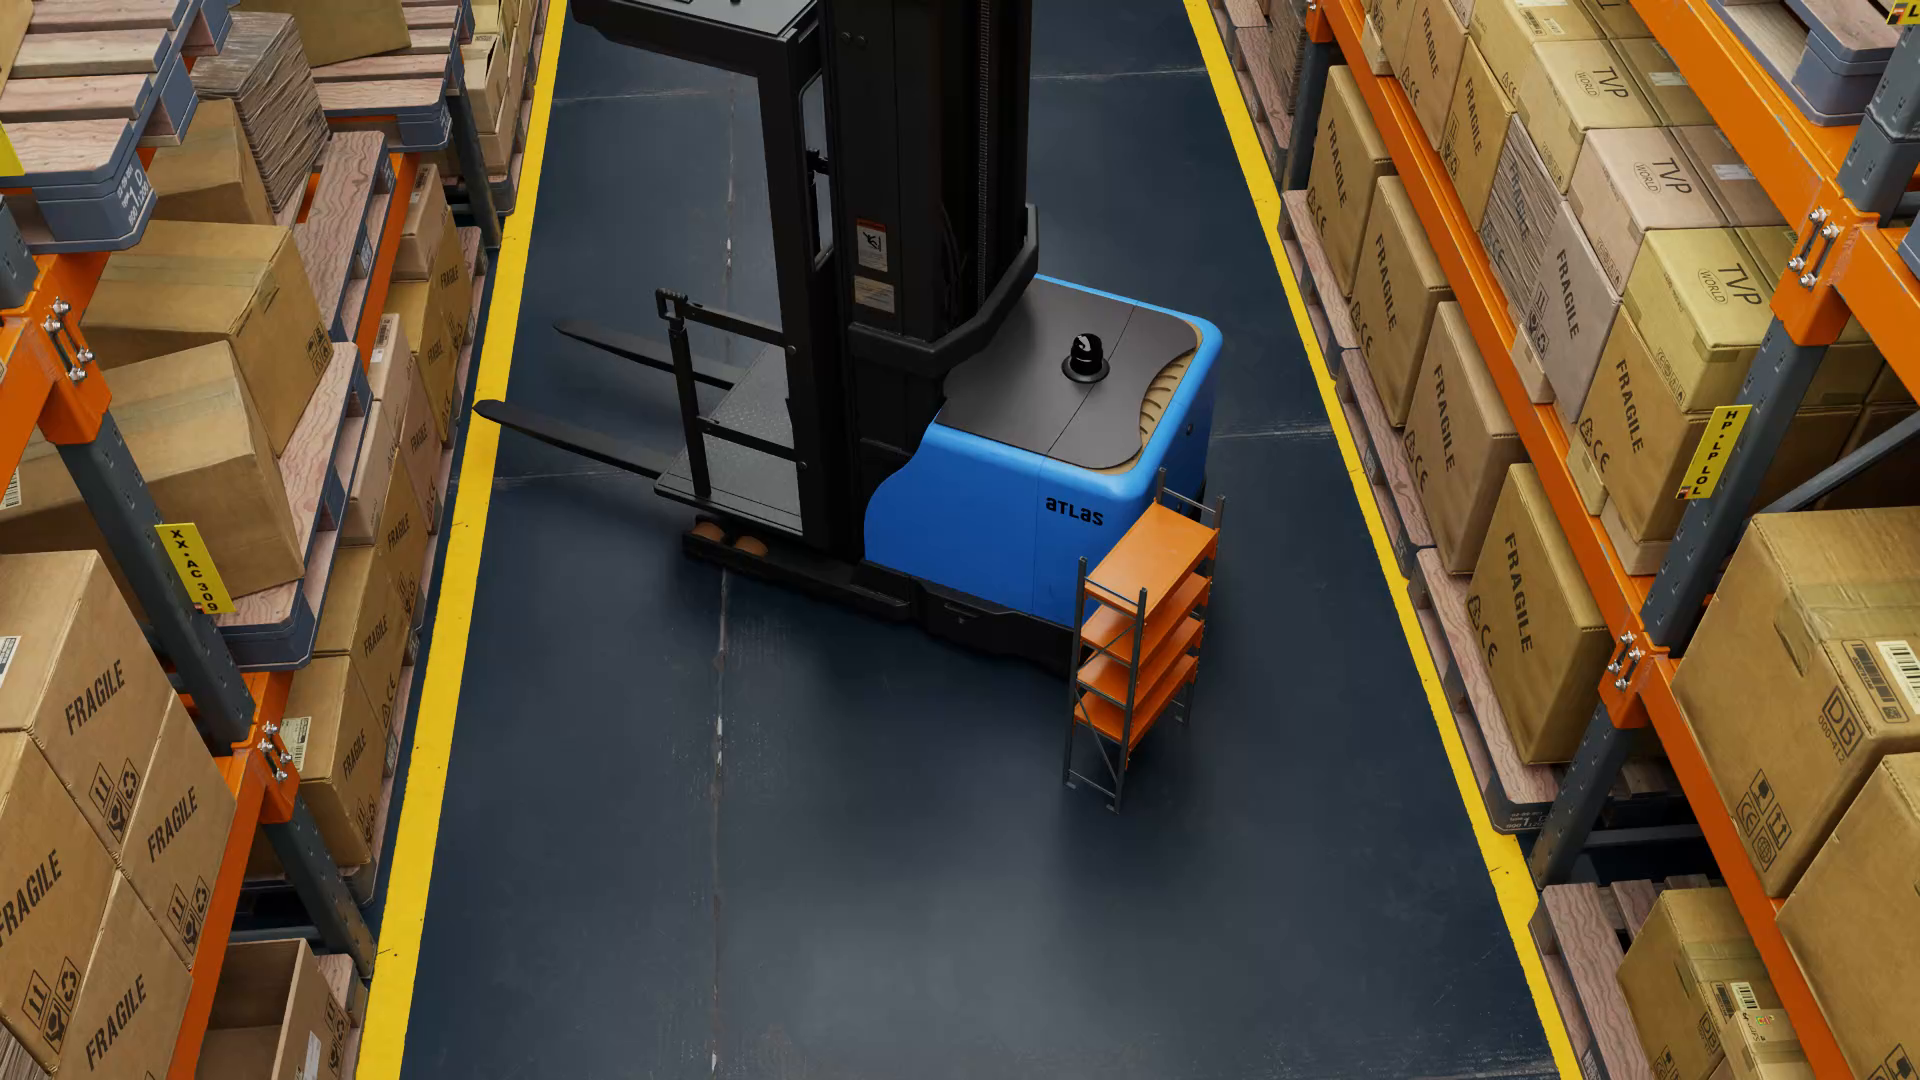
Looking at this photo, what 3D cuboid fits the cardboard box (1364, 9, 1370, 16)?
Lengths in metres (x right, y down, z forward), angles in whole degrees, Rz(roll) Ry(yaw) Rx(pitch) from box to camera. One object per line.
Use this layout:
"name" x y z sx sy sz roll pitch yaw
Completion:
"cardboard box" 1.960 -2.272 7.132 0.380 0.149 0.250 -3 47 -3

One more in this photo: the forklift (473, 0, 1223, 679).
"forklift" -0.570 -1.192 5.997 3.031 2.935 1.130 18 49 16

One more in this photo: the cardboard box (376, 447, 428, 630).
"cardboard box" -2.338 0.007 6.232 0.500 0.500 0.500 -3 47 -3

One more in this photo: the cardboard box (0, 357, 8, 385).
"cardboard box" -2.145 -0.233 3.079 0.500 0.250 0.500 -3 47 -3

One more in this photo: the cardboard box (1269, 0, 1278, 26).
"cardboard box" 2.111 -2.976 9.058 0.700 0.500 0.500 -4 47 -3

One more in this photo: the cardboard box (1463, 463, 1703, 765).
"cardboard box" 2.301 0.240 5.785 0.750 0.750 0.750 -3 47 -3

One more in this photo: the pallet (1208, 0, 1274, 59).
"pallet" 1.988 -3.274 9.842 1.003 0.211 1.213 -3 47 -3

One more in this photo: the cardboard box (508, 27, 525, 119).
"cardboard box" -2.580 -2.442 8.738 0.500 0.250 0.500 -5 47 -4

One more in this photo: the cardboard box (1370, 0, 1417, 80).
"cardboard box" 1.971 -2.184 6.601 0.500 0.500 0.500 -2 47 -2

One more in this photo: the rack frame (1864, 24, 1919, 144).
"rack frame" 2.485 -1.956 2.541 1.000 3.000 0.127 -3 47 -3

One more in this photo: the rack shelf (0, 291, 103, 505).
"rack shelf" -2.283 1.074 2.233 1.077 0.370 4.000 -3 47 -3

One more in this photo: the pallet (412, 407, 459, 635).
"pallet" -2.662 -0.101 6.837 1.003 0.211 1.213 -3 47 -3

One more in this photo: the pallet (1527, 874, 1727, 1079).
"pallet" 2.471 1.621 5.206 1.003 0.211 1.213 -3 47 -3

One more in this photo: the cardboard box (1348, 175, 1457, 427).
"cardboard box" 2.148 -1.018 6.976 0.750 0.750 0.750 -4 47 -3

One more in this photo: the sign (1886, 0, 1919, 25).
"sign" 1.945 -1.170 3.290 0.100 0.325 0.005 -3 47 -3

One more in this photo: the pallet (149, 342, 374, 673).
"pallet" -2.409 -0.108 5.055 1.003 0.211 1.213 -3 47 -3

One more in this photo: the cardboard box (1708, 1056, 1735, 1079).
"cardboard box" 2.485 1.733 4.611 0.700 0.500 0.500 -4 47 -4

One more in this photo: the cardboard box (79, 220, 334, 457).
"cardboard box" -2.388 -0.618 5.047 0.700 0.500 0.500 3 47 3

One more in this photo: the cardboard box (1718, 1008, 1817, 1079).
"cardboard box" 2.293 1.406 4.475 0.380 0.149 0.250 -2 47 -2

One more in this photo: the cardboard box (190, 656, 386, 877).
"cardboard box" -2.248 0.755 5.524 0.500 0.500 0.500 -5 47 -5

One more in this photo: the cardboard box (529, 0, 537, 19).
"cardboard box" -2.672 -3.189 9.445 0.500 0.250 0.500 -3 47 -2

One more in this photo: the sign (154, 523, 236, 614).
"sign" -1.911 0.075 4.153 0.100 0.325 0.005 -3 47 -3

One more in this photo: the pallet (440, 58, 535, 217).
"pallet" -2.816 -2.122 8.751 1.003 0.211 1.213 -3 47 -3

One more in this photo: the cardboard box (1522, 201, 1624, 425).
"cardboard box" 2.143 -0.723 5.218 0.500 0.500 0.500 -3 47 -3

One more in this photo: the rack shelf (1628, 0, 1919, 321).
"rack shelf" 2.318 -2.124 5.261 1.077 0.370 4.000 -3 47 -3

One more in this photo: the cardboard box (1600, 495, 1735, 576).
"cardboard box" 2.175 -0.040 5.018 0.380 0.149 0.250 -3 47 -3

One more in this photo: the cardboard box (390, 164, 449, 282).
"cardboard box" -2.464 -1.330 6.982 0.500 0.250 0.500 -2 47 -2

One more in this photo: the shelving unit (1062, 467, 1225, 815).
"shelving unit" 0.614 0.372 5.707 0.258 1.200 0.503 27 52 23

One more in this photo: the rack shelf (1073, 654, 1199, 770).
"rack shelf" 0.614 0.555 5.900 0.258 0.148 0.480 27 52 23

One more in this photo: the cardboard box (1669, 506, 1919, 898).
"cardboard box" 2.514 0.398 4.237 0.980 0.700 0.700 -3 47 -3

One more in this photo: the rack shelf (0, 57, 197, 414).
"rack shelf" -2.618 -1.820 4.974 1.077 0.370 4.000 -3 47 -3

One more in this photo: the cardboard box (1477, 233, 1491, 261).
"cardboard box" 2.101 -1.155 6.074 0.380 0.149 0.250 -2 47 -2

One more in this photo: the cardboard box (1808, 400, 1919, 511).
"cardboard box" 2.698 -0.384 4.897 0.500 0.500 0.500 -5 47 -5

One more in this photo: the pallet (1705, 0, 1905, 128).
"pallet" 2.359 -1.519 4.325 0.805 0.209 1.217 -5 47 -5

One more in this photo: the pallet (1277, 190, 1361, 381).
"pallet" 2.141 -1.253 7.928 1.003 0.211 1.213 -3 47 -3

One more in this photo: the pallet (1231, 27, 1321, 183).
"pallet" 2.087 -2.393 9.008 1.003 0.211 1.213 -3 47 -3

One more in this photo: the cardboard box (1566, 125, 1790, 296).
"cardboard box" 2.158 -0.987 4.951 0.500 0.250 0.500 -3 47 -2

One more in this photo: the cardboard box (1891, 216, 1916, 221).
"cardboard box" 2.656 -1.021 4.983 0.500 0.250 0.500 -3 47 -3

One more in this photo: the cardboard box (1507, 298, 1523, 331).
"cardboard box" 2.118 -0.780 5.719 0.380 0.149 0.250 -3 47 -3

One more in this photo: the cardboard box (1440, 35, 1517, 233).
"cardboard box" 2.062 -1.448 5.905 0.500 0.500 0.500 -2 47 -2

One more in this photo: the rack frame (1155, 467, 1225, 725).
"rack frame" 0.754 0.228 5.845 0.240 1.200 0.015 27 52 23

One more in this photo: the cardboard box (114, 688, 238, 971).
"cardboard box" -2.153 0.723 4.067 0.500 0.500 0.500 -3 47 -3

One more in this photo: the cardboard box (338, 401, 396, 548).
"cardboard box" -2.332 -0.227 5.937 0.500 0.250 0.500 -3 47 -3

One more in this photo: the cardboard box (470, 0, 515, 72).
"cardboard box" -2.589 -2.651 8.550 0.500 0.311 0.500 -5 47 -4

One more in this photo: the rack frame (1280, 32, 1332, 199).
"rack frame" 2.150 -2.787 7.460 1.000 3.000 0.127 -3 47 -3

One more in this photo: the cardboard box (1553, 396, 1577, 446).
"cardboard box" 2.154 -0.412 5.370 0.380 0.149 0.250 -2 47 -2

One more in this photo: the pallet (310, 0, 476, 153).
"pallet" -2.659 -1.931 6.781 1.213 0.211 1.003 -3 47 -3

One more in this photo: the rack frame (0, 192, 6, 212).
"rack frame" -2.451 -1.652 2.253 1.000 3.000 0.127 -3 47 -3

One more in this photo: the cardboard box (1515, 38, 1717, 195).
"cardboard box" 2.115 -1.356 5.301 0.500 0.250 0.500 -3 47 -3

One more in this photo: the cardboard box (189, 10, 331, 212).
"cardboard box" -2.734 -1.540 5.921 0.700 0.500 0.500 4 47 4

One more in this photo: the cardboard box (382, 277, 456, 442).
"cardboard box" -2.430 -0.738 6.938 0.500 0.500 0.500 -5 47 -5

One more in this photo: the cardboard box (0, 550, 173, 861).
"cardboard box" -2.150 0.383 3.700 0.500 0.500 0.500 -3 47 -3

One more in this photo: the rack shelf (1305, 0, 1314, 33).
"rack shelf" 1.983 -3.986 9.091 1.077 0.370 4.000 -3 47 -3

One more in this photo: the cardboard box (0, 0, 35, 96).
"cardboard box" -2.419 -1.202 3.466 0.600 0.600 0.600 -8 47 -7

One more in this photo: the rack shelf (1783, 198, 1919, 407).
"rack shelf" 2.653 0.770 2.521 1.077 0.370 4.000 -3 47 -3

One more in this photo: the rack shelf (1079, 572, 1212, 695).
"rack shelf" 0.614 0.265 5.594 0.258 0.148 0.480 27 52 23

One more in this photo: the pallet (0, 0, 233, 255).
"pallet" -2.435 -1.032 3.861 1.213 0.211 1.003 -3 47 -3
